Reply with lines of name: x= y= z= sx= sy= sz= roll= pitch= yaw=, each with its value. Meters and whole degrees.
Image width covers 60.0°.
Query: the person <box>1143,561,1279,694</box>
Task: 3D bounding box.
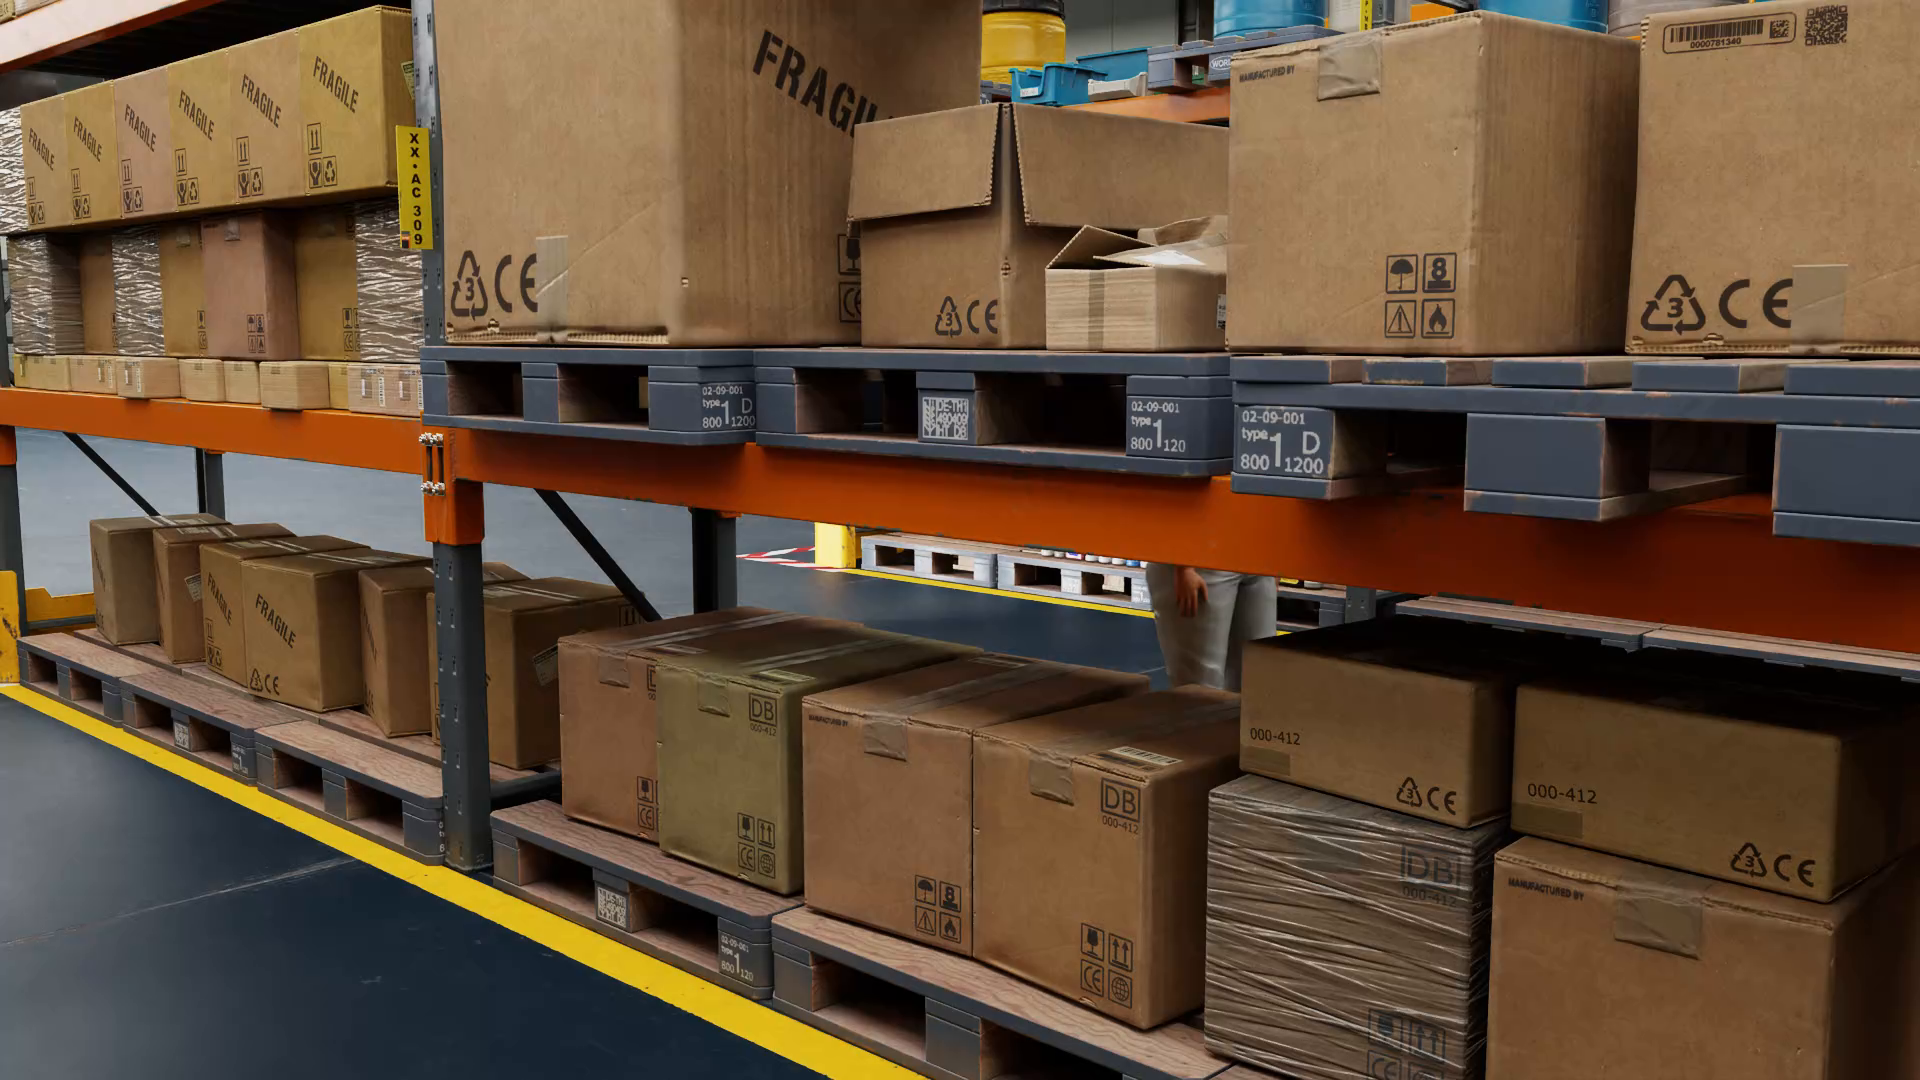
person: x=0.805 y=0.084 z=5.071 sx=0.473 sy=1.666 sz=0.550 roll=7 pitch=10 yaw=42
